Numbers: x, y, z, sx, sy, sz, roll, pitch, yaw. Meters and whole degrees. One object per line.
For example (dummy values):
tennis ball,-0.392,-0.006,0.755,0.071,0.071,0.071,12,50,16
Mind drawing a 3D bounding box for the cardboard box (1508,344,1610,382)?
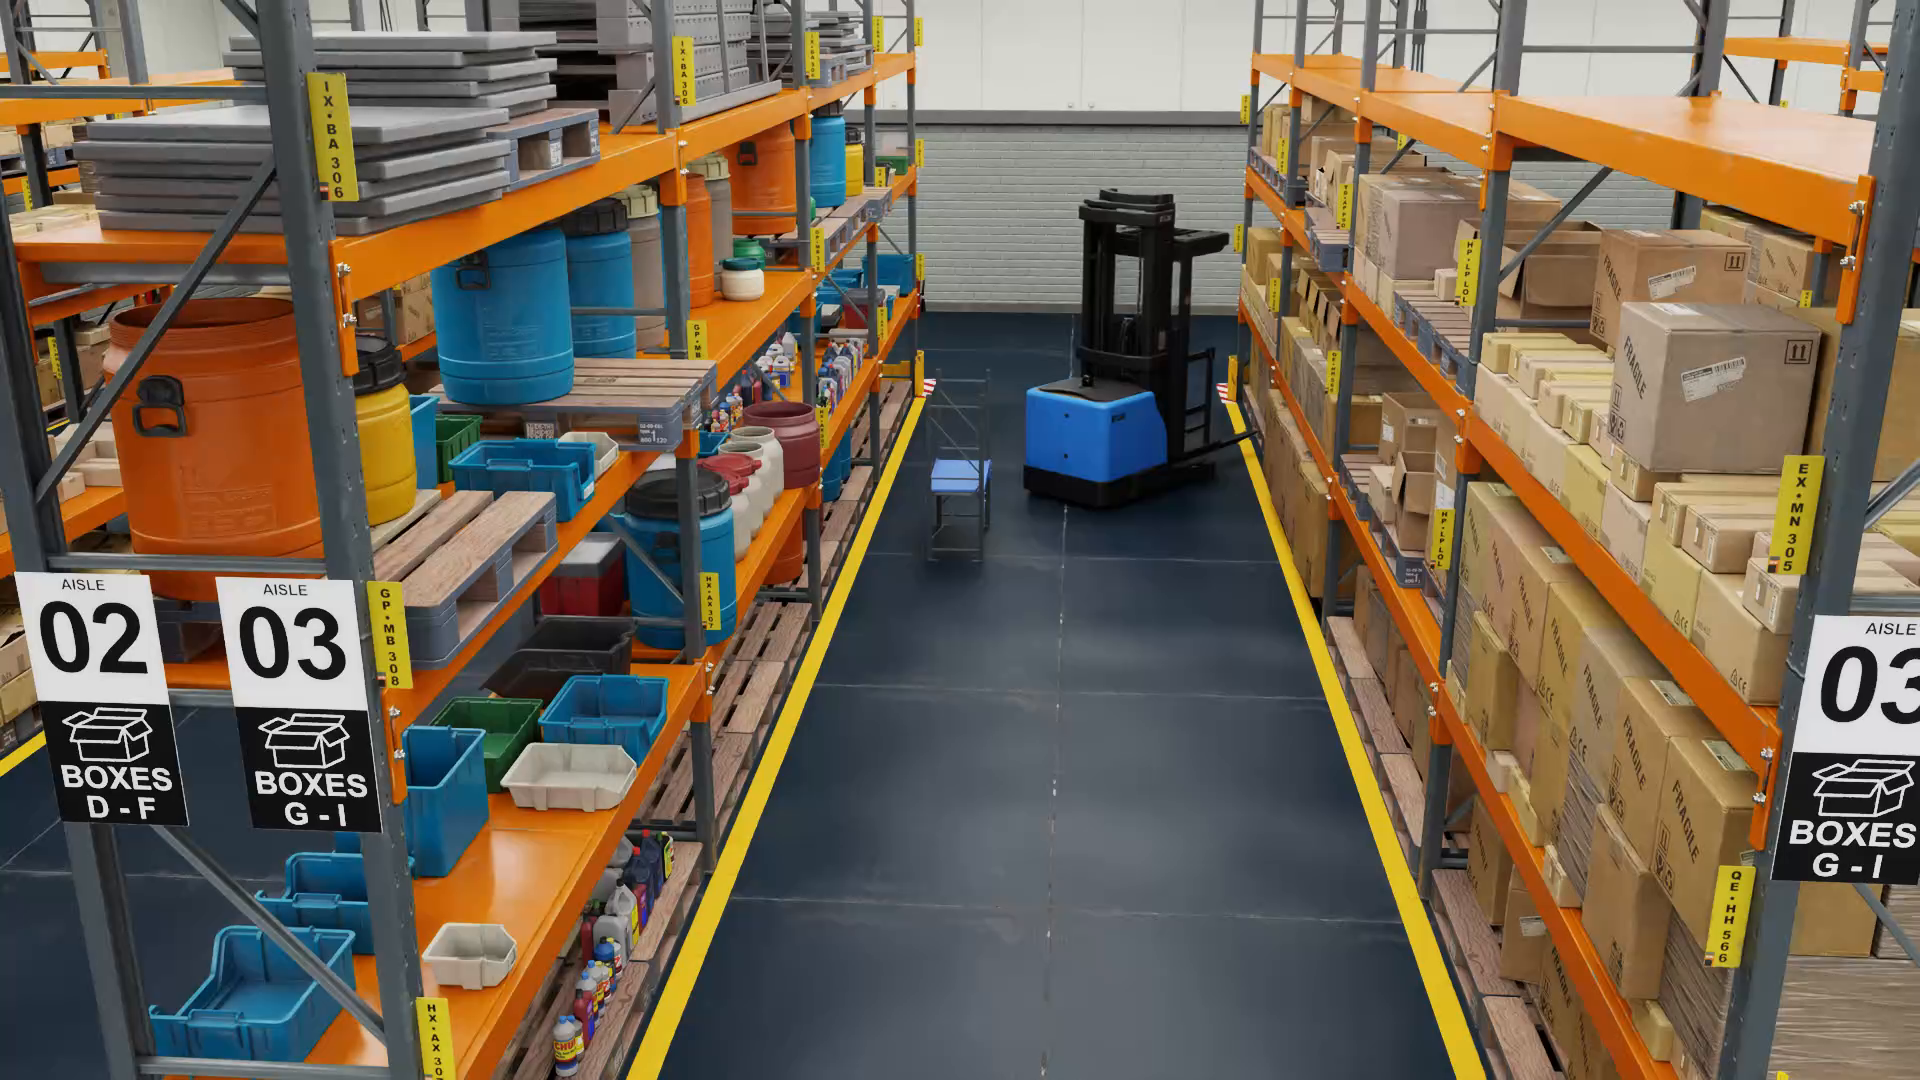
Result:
cardboard box,2.763,-0.807,7.680,0.380,0.149,0.250,0,18,1

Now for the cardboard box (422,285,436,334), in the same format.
cardboard box,-5.921,-2.508,17.926,0.500,0.500,0.500,2,18,5

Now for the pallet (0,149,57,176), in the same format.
pallet,-11.045,-4.274,18.800,1.003,0.211,1.213,1,18,4

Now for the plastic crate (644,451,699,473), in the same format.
plastic crate,-2.030,-0.330,11.338,0.402,0.464,0.583,1,18,4

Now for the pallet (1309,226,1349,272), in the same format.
pallet,3.324,-2.221,12.698,1.213,0.211,1.003,2,18,6

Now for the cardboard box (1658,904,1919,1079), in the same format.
cardboard box,2.824,1.441,5.396,0.875,0.500,0.500,1,18,4

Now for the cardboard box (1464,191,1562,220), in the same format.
cardboard box,3.470,-1.928,10.537,0.500,0.500,0.500,2,18,5

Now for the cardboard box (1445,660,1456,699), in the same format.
cardboard box,2.729,0.737,8.586,0.380,0.149,0.250,1,18,4

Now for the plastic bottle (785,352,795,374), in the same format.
plastic bottle,-1.636,-1.697,15.931,0.097,0.201,0.097,0,18,0

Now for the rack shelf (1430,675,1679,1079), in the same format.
rack shelf,2.901,1.521,6.947,1.077,0.370,4.000,1,18,4

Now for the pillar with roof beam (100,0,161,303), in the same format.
pillar with roof beam,-7.292,-7.113,22.507,9.100,9.000,0.400,1,18,4

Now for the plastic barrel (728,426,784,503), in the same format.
plastic barrel,-1.470,-0.524,11.852,0.421,0.512,0.421,0,18,0

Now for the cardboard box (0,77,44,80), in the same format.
cardboard box,-11.210,-5.237,19.800,0.500,0.500,0.500,1,18,2

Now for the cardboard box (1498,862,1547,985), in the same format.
cardboard box,2.942,1.848,8.134,0.500,0.500,0.500,7,20,21

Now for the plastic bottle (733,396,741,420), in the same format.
plastic bottle,-1.921,-1.124,14.183,0.097,0.201,0.097,0,18,0

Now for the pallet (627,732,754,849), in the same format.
pallet,-1.878,1.528,10.249,1.003,0.211,1.213,1,18,4

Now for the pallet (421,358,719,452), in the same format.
pallet,-1.850,-0.662,7.940,1.213,0.211,1.003,1,18,4

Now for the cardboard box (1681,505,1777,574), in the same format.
cardboard box,2.512,-0.002,5.223,0.380,0.149,0.250,0,18,2

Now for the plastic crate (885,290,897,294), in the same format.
plastic crate,-0.949,-2.836,19.415,0.396,0.136,0.243,1,18,4

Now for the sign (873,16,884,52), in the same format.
sign,-0.774,-4.776,15.710,0.100,0.325,0.005,1,18,4

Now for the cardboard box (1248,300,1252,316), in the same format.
cardboard box,3.478,-2.628,18.855,0.380,0.149,0.250,1,18,3

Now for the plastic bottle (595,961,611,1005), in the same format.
plastic bottle,-1.703,2.086,7.854,0.097,0.201,0.097,0,18,0

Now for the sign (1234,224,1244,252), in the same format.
sign,3.352,-3.632,20.001,0.100,0.325,0.005,1,18,4

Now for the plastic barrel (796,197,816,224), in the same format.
plastic barrel,-1.304,-2.670,13.339,0.294,0.245,0.294,0,18,0

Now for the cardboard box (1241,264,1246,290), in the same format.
cardboard box,3.601,-3.096,19.645,0.500,0.250,0.500,1,18,2

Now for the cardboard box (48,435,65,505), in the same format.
cardboard box,-6.653,-0.433,11.593,0.500,0.500,0.500,0,18,1

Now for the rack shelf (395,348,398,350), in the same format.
rack shelf,-6.406,-1.186,15.208,1.077,0.370,4.000,1,18,4

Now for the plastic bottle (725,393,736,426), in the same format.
plastic bottle,-1.935,-1.097,13.988,0.097,0.271,0.097,0,18,0

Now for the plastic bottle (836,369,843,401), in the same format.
plastic bottle,-1.088,-1.396,14.879,0.061,0.283,0.133,1,18,4

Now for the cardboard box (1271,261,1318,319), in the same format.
cardboard box,3.384,-2.502,16.627,0.500,0.500,0.500,2,18,5

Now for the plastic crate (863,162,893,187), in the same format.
plastic crate,-0.960,-3.780,17.362,0.497,0.269,0.590,1,18,4

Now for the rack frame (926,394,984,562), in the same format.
rack frame,-0.043,-0.528,14.454,0.500,1.500,0.032,1,18,4

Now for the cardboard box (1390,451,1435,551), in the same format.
cardboard box,3.077,-0.231,10.298,0.797,0.503,0.637,3,18,10

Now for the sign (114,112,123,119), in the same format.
sign,-10.377,-5.293,20.474,0.100,0.325,0.005,1,18,4

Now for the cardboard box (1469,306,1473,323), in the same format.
cardboard box,3.012,-1.297,9.117,0.396,0.266,0.258,2,18,6

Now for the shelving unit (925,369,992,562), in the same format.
shelving unit,-0.006,-0.686,14.936,0.538,1.500,1.048,1,18,4

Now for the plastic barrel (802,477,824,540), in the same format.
plastic barrel,-1.510,-0.352,14.704,0.600,0.588,0.708,1,18,4

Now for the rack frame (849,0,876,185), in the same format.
rack frame,-1.322,-4.888,15.716,1.000,3.000,0.127,1,18,4

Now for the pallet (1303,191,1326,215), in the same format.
pallet,3.601,-2.975,15.003,0.805,0.209,1.217,1,18,2

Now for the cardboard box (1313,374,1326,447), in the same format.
cardboard box,3.161,-1.046,13.463,0.500,0.500,0.500,1,18,3

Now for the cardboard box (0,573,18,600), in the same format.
cardboard box,-6.948,0.412,12.017,0.500,0.311,0.500,1,18,2

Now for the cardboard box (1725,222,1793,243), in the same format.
cardboard box,8.425,-3.081,17.592,0.500,0.500,0.500,1,18,2

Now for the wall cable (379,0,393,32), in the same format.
wall cable,-7.457,-8.964,25.032,3.097,2.526,0.112,1,18,4

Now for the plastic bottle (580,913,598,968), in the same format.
plastic bottle,-1.813,1.944,8.157,0.061,0.283,0.133,1,18,4

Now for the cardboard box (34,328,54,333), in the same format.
cardboard box,-11.093,-2.487,20.321,0.380,0.149,0.250,1,18,4

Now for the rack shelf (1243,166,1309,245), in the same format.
rack shelf,3.761,-3.632,17.854,1.077,0.370,4.000,1,18,4

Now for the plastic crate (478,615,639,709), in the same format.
plastic crate,-2.060,0.637,8.590,0.767,0.338,0.504,1,18,4

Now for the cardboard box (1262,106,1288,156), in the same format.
cardboard box,3.760,-4.554,18.519,0.700,0.500,0.500,1,18,2

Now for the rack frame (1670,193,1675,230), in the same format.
rack frame,8.845,-3.027,19.671,1.000,3.000,0.127,1,18,4

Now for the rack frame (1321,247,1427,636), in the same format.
rack frame,3.331,-0.684,12.522,1.000,3.000,0.127,1,18,4

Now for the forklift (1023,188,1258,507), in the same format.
forklift,1.994,-2.091,16.924,1.130,2.935,3.031,16,24,40

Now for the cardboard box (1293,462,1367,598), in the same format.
cardboard box,3.401,-0.088,13.440,1.225,0.875,0.875,0,18,1

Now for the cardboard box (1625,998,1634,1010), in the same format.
cardboard box,2.591,1.593,5.976,0.380,0.149,0.250,1,18,4

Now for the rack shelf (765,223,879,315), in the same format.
rack shelf,-1.466,-2.500,14.400,1.077,0.370,4.000,1,18,4
